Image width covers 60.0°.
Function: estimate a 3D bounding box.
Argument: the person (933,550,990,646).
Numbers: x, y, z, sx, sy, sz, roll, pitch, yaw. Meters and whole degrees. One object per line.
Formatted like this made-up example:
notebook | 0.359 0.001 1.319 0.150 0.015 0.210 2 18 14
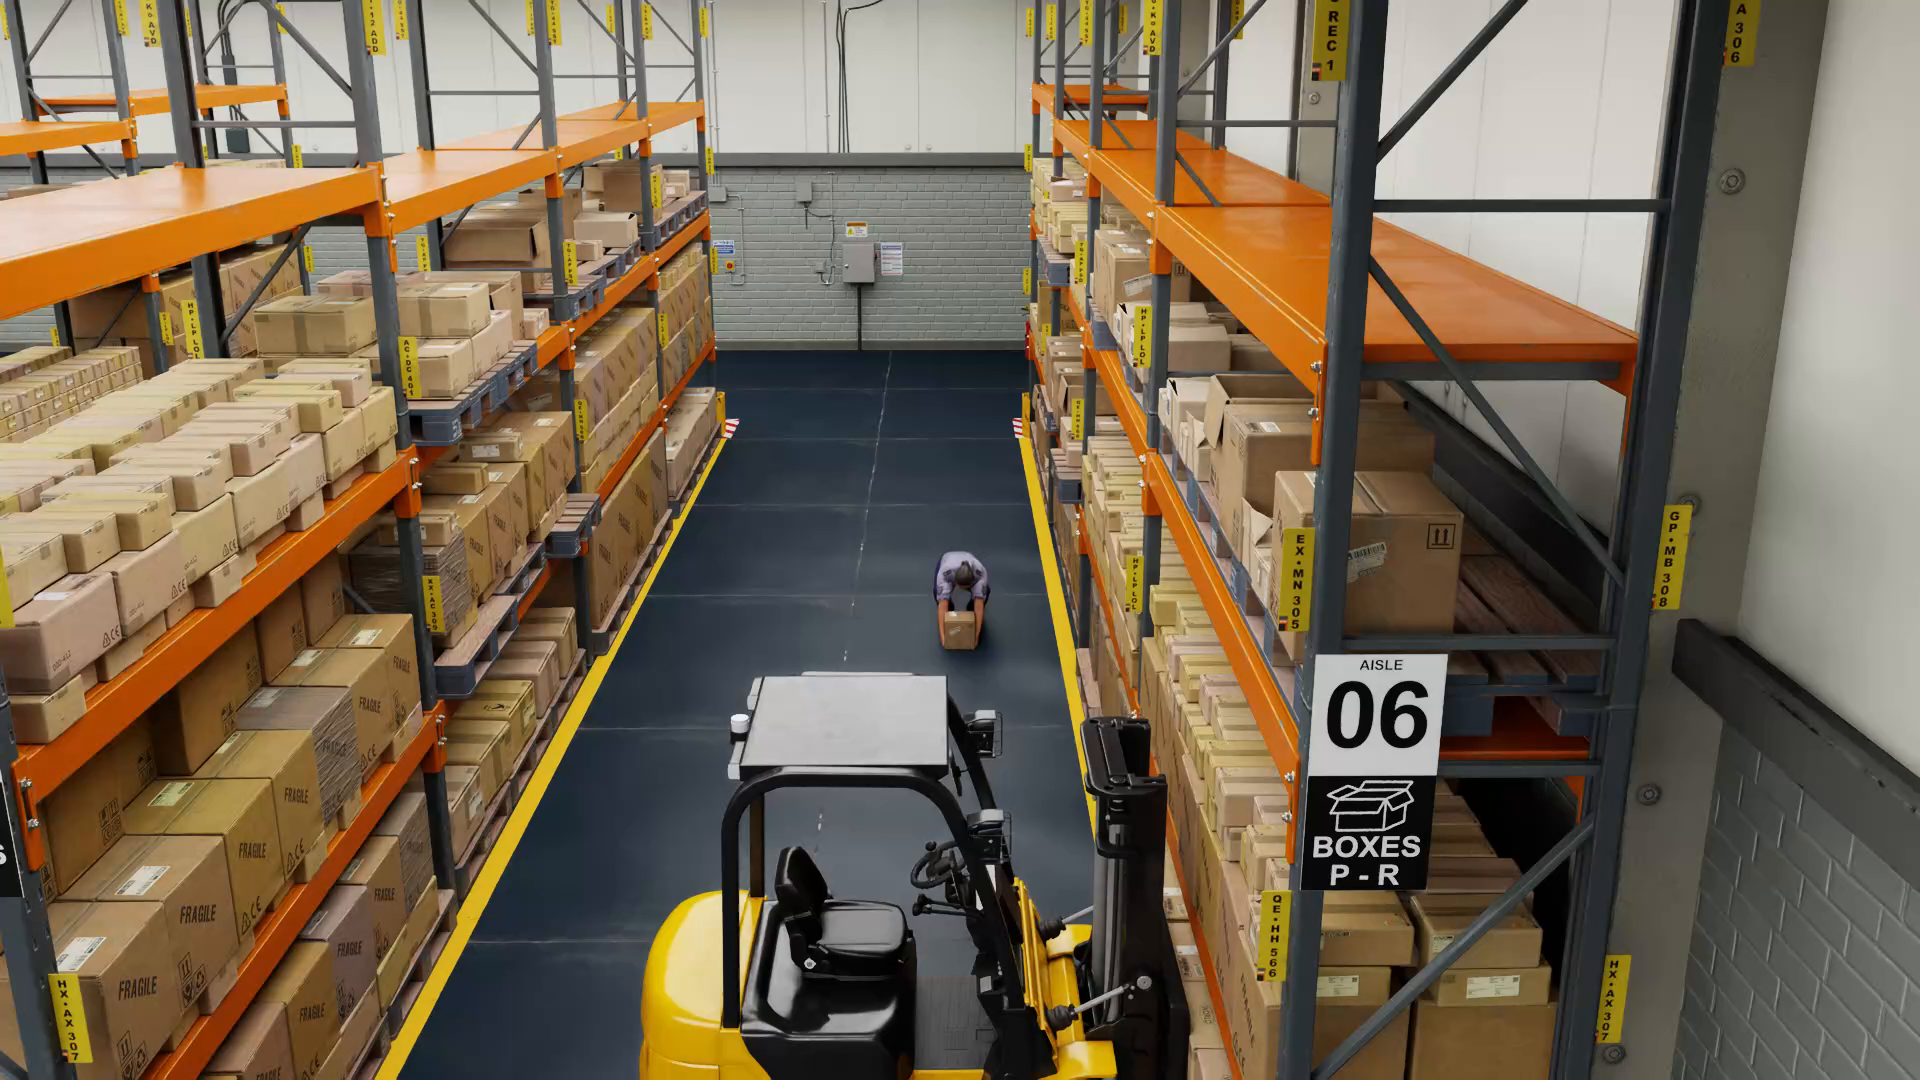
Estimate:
person | 0.014 0.447 14.286 0.491 0.720 0.962 -1 17 -2
